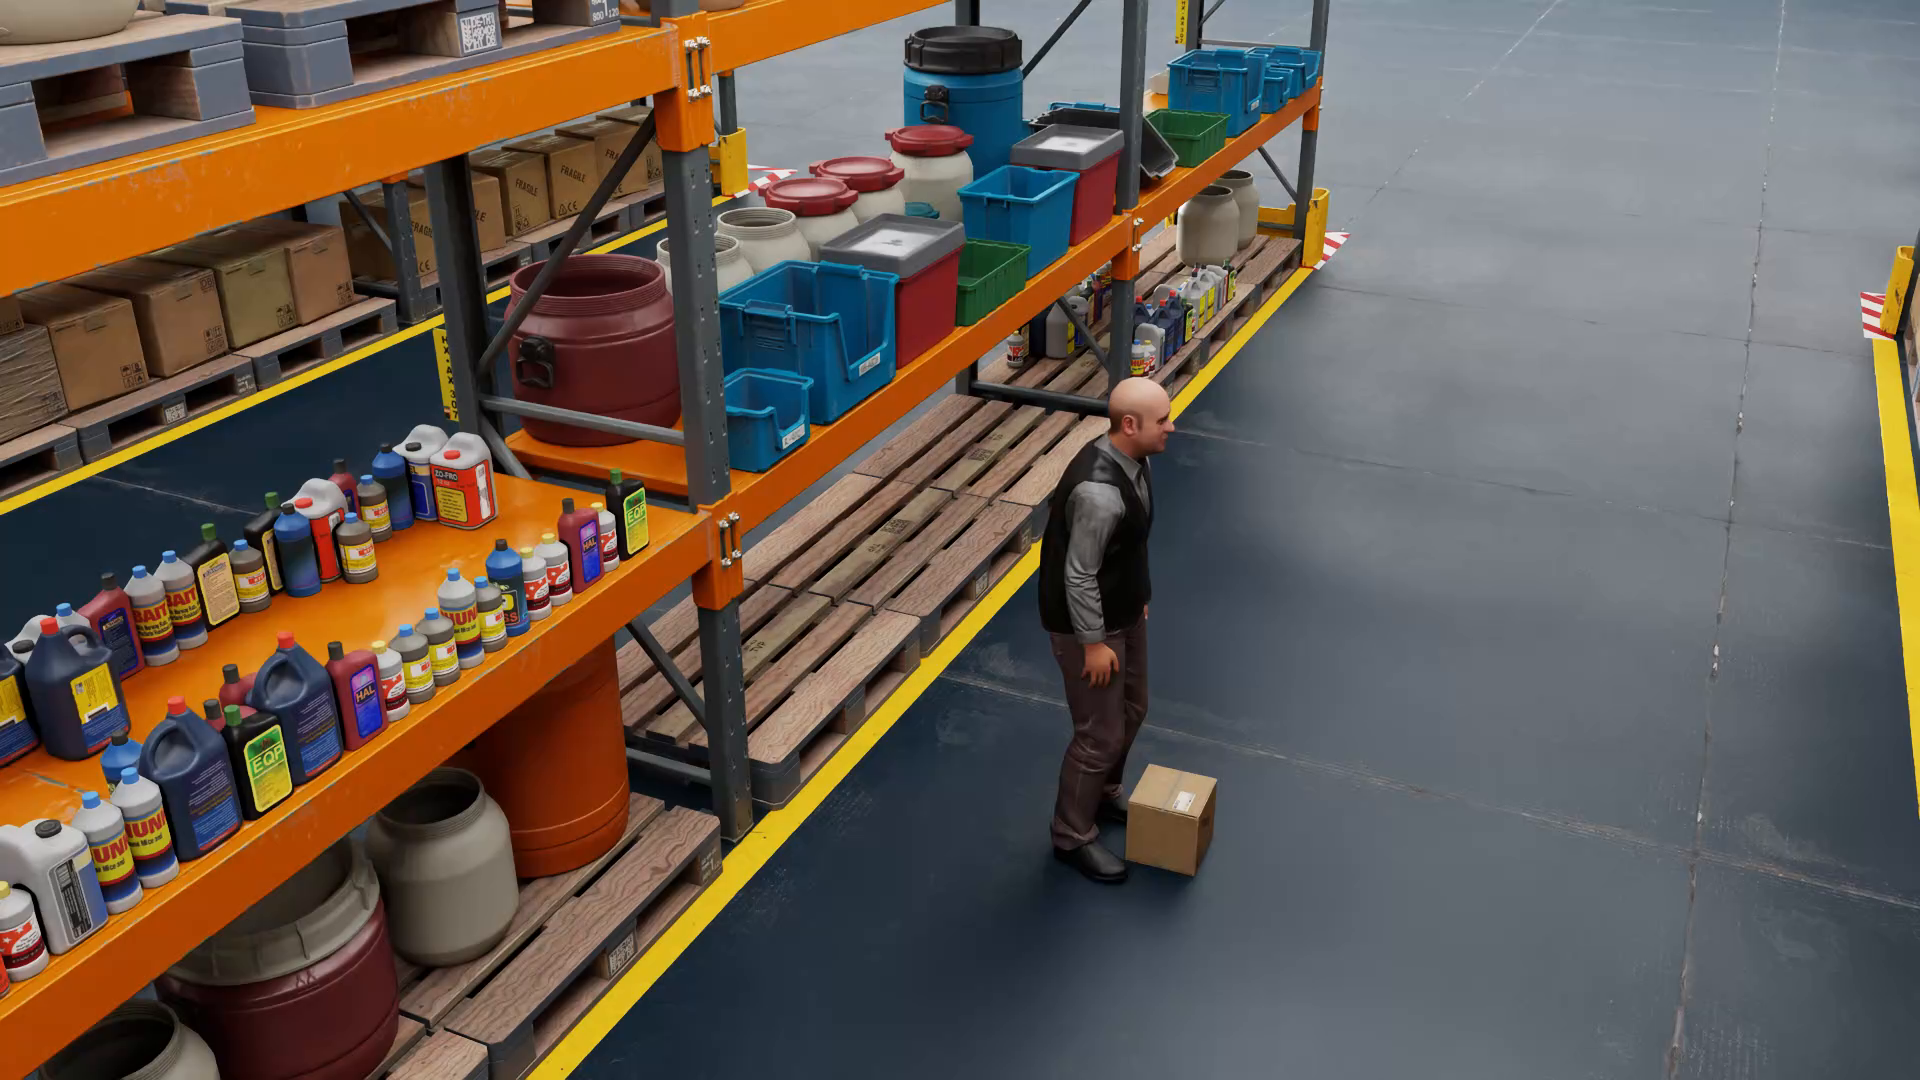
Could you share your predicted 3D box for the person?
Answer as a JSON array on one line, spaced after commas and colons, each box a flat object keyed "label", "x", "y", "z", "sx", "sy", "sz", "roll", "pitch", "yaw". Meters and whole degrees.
[{"label": "person", "x": 0.479, "y": 0.266, "z": 5.595, "sx": 0.420, "sy": 1.720, "sz": 0.591, "roll": 9, "pitch": 28, "yaw": 19}]
